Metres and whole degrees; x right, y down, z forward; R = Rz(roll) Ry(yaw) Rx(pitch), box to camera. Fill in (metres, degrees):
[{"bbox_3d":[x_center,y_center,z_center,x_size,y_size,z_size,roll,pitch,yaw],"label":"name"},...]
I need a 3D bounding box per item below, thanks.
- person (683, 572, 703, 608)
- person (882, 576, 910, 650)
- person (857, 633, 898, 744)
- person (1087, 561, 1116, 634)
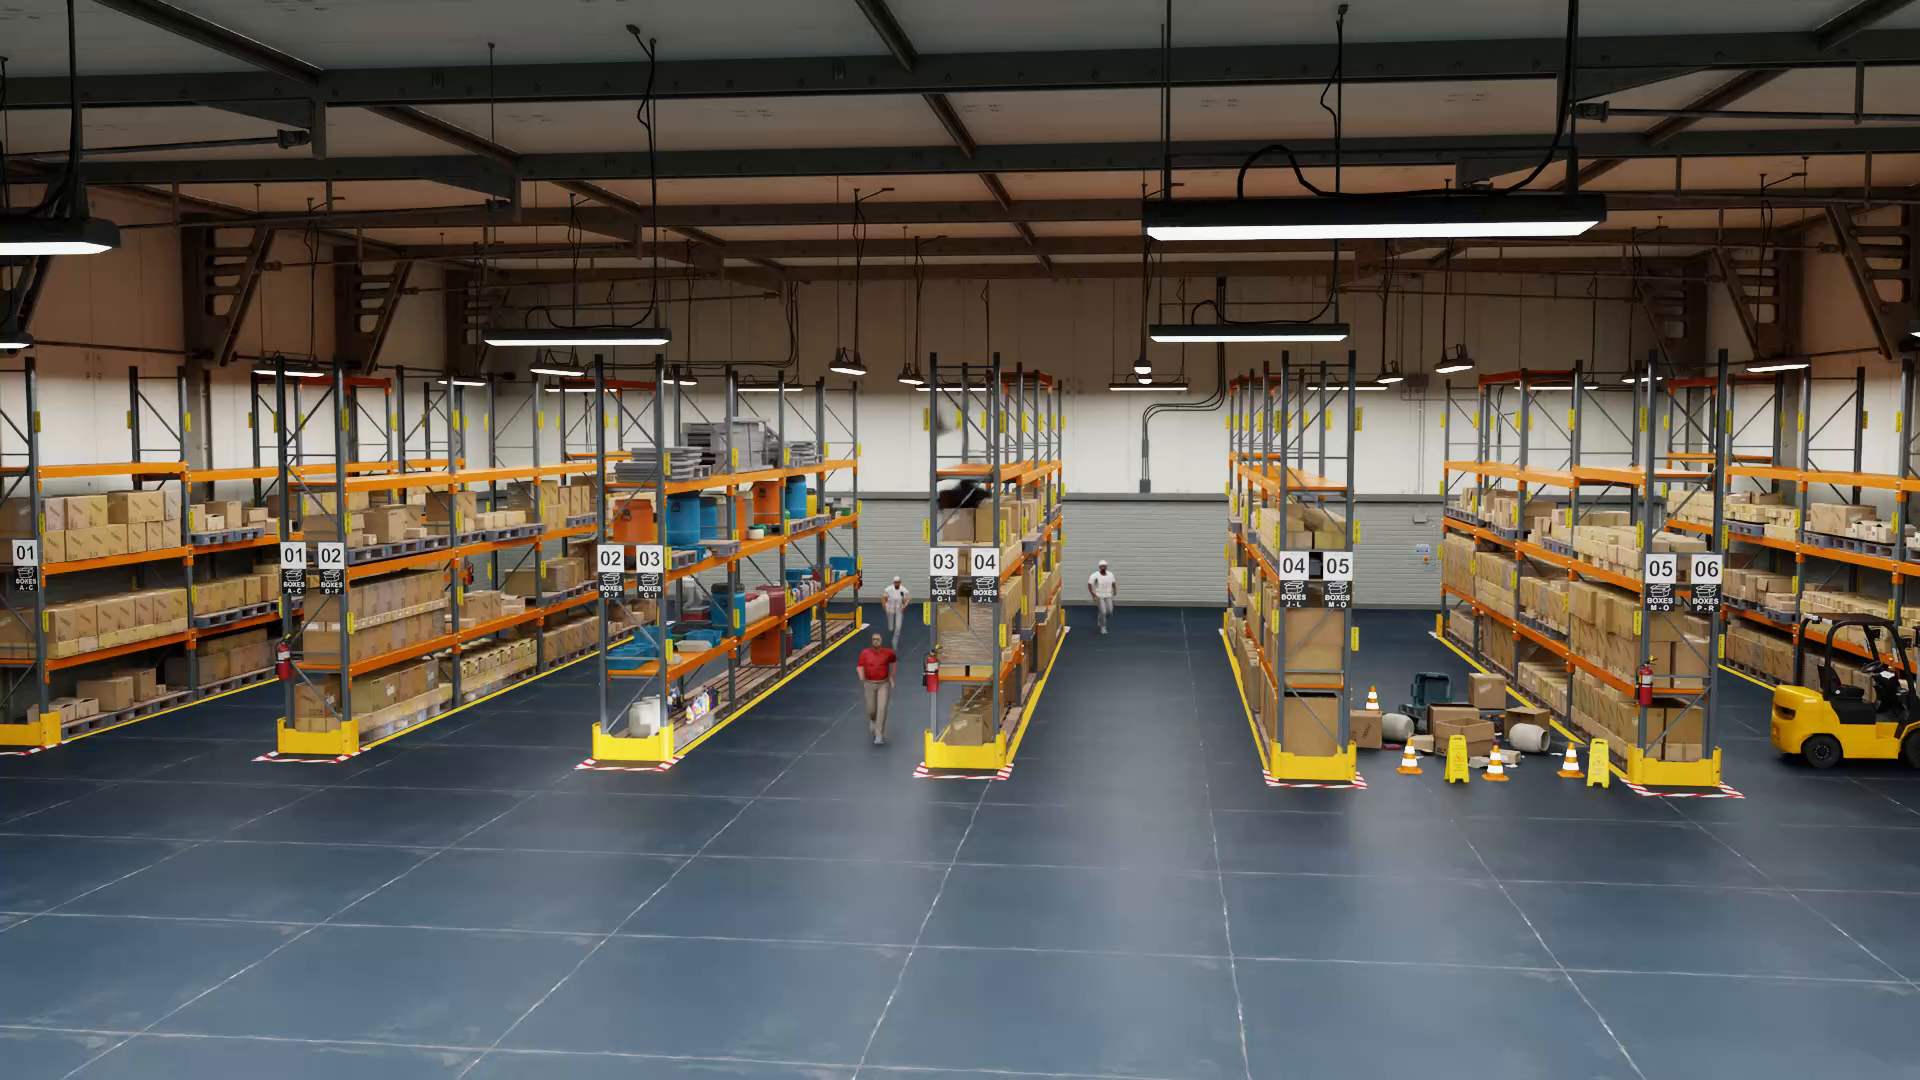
[{"bbox_3d":[-6.828,1.230,42.003,0.619,1.759,0.663,2,4,24],"label":"person"},{"bbox_3d":[-1.422,1.609,36.971,0.627,1.646,0.726,0,4,1],"label":"person"},{"bbox_3d":[-1.299,2.302,26.200,0.651,1.709,0.879,0,4,0],"label":"person"},{"bbox_3d":[3.402,1.347,39.638,0.735,1.732,0.548,-2,4,-23],"label":"person"}]
